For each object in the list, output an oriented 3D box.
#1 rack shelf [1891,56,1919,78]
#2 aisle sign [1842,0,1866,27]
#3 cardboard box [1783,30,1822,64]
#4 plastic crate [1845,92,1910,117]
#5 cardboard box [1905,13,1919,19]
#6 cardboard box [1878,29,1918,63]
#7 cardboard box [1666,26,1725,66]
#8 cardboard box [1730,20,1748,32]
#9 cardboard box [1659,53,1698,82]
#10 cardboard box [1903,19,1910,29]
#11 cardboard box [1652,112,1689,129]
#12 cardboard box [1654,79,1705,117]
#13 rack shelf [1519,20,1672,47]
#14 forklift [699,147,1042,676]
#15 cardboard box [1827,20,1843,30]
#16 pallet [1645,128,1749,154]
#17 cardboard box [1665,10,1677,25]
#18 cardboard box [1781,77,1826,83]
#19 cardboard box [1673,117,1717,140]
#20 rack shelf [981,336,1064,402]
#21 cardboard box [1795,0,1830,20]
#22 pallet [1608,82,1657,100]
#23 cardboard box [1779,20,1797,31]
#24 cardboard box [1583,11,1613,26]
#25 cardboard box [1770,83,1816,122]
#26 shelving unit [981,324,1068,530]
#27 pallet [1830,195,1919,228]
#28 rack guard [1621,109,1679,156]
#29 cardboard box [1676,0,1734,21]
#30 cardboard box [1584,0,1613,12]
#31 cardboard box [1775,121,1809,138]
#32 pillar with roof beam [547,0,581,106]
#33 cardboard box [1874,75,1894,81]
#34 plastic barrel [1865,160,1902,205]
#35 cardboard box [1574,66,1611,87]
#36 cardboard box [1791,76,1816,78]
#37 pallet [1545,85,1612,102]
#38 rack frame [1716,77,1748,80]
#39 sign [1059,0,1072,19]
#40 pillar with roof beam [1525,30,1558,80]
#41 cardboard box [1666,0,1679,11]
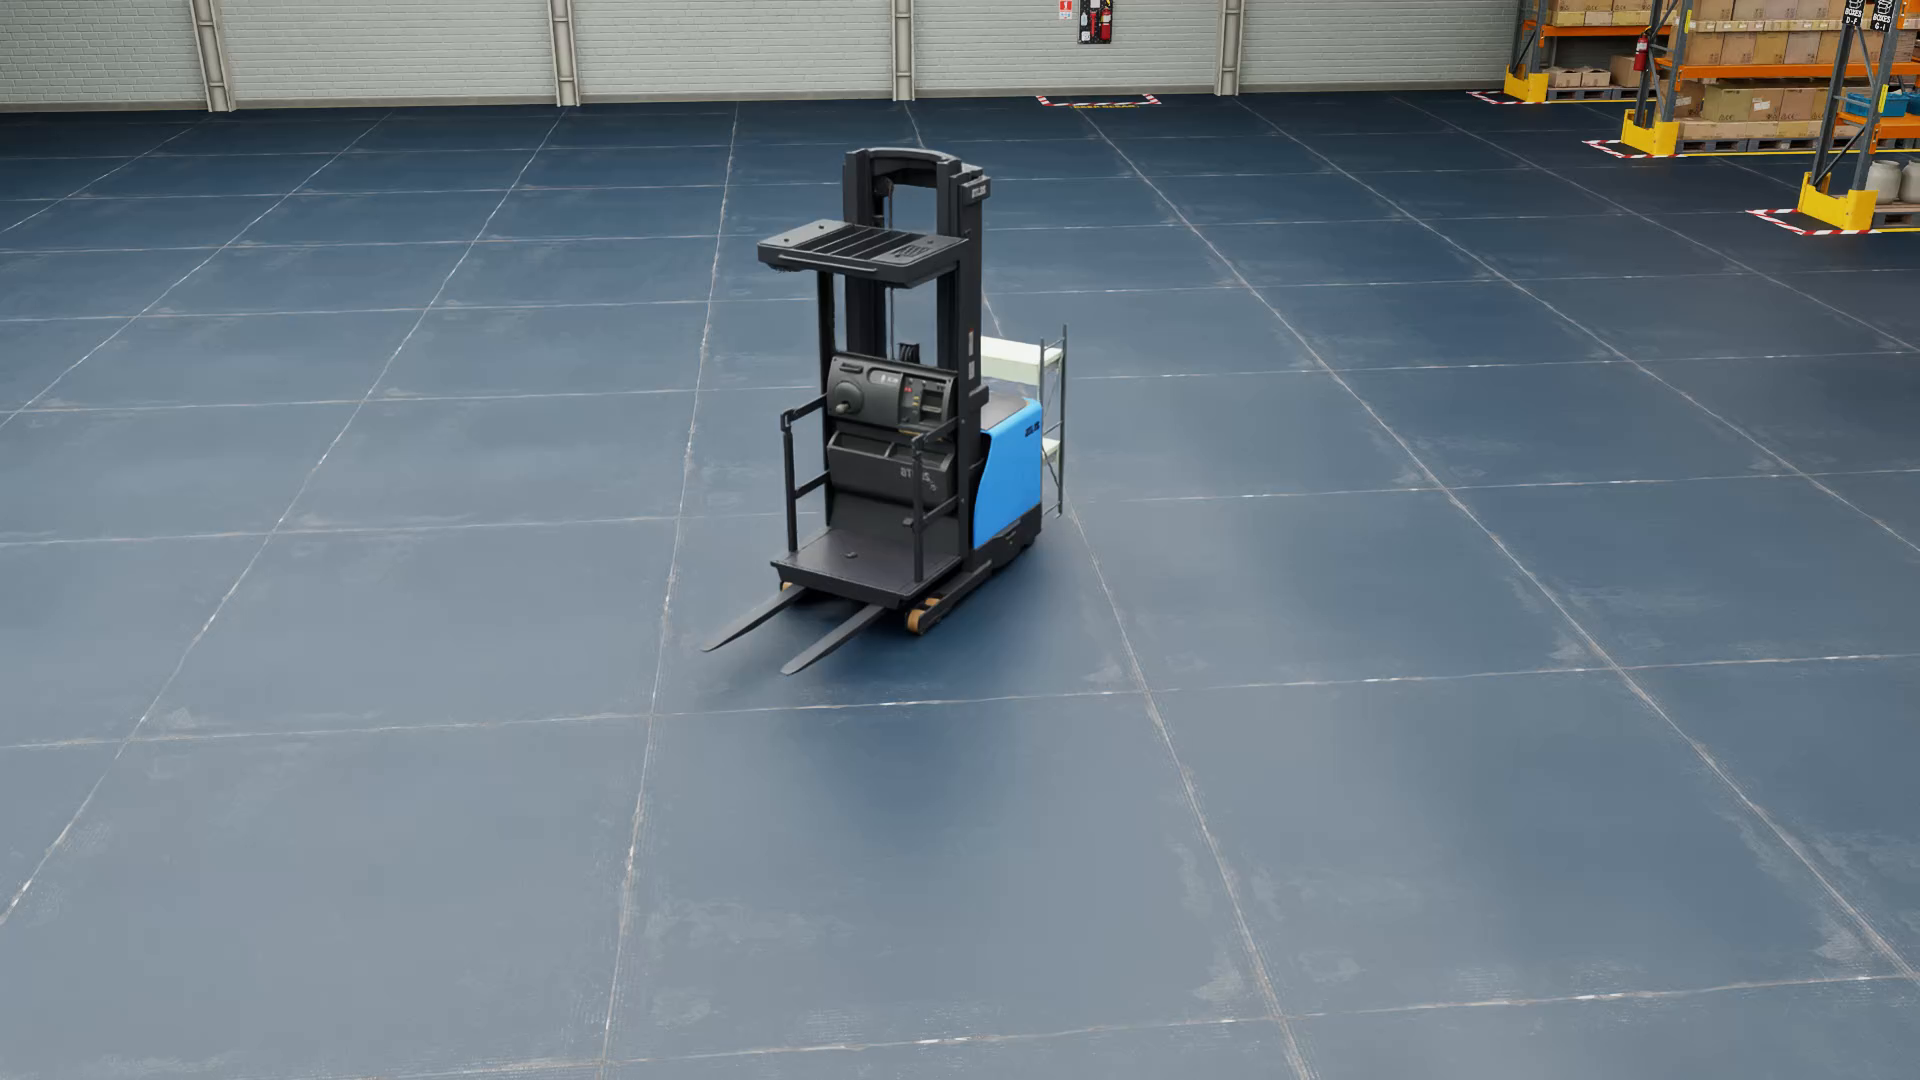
[{"bbox_3d":[16.760,-7.424,26.146,4.000,0.370,1.077,-2,24,-5],"label":"rack shelf"},{"bbox_3d":[11.172,-6.816,20.692,0.004,0.787,0.394,-2,24,-5],"label":"aisle sign"},{"bbox_3d":[12.795,-7.635,25.612,0.500,0.500,0.700,-2,24,-4],"label":"cardboard box"},{"bbox_3d":[11.741,-5.584,21.303,0.616,0.251,0.499,-2,24,-5],"label":"plastic crate"},{"bbox_3d":[14.329,-8.291,25.491,0.500,0.500,0.700,-2,24,-5],"label":"cardboard box"},{"bbox_3d":[14.329,-7.698,25.754,0.500,0.500,0.700,-3,24,-7],"label":"cardboard box"},{"bbox_3d":[11.255,-7.573,25.471,0.500,0.500,0.700,-2,24,-5],"label":"cardboard box"},{"bbox_3d":[11.712,-7.805,25.195,0.250,0.149,0.380,-2,24,-5],"label":"cardboard box"},{"bbox_3d":[13.250,-8.676,30.613,0.500,0.500,0.500,-4,24,-9],"label":"cardboard box"},{"bbox_3d":[14.274,-7.909,25.428,0.250,0.149,0.380,-3,24,-6],"label":"cardboard box"},{"bbox_3d":[11.294,-6.590,26.251,0.500,0.250,0.500,-2,24,-5],"label":"cardboard box"},{"bbox_3d":[11.294,-6.933,26.100,0.500,0.500,0.500,-2,24,-5],"label":"cardboard box"},{"bbox_3d":[12.289,-9.267,30.291,4.000,0.370,1.077,-2,24,-5],"label":"rack shelf"},{"bbox_3d":[-0.566,-0.934,10.743,1.130,2.935,3.031,13,27,27],"label":"forklift"},{"bbox_3d":[13.257,-7.868,25.336,0.250,0.149,0.380,-2,24,-4],"label":"cardboard box"},{"bbox_3d":[11.546,-6.287,26.134,1.213,0.211,1.003,-2,24,-5],"label":"pallet"},{"bbox_3d":[12.842,-9.431,29.936,0.500,0.250,0.500,-2,24,-5],"label":"cardboard box"},{"bbox_3d":[13.283,-7.019,26.294,0.500,0.500,0.500,-2,24,-5],"label":"cardboard box"},{"bbox_3d":[11.345,-6.380,25.780,0.500,0.250,0.500,-2,24,-5],"label":"cardboard box"},{"bbox_3d":[0.357,-1.246,12.247,0.720,0.370,0.431,13,27,27],"label":"rack shelf"},{"bbox_3d":[12.831,-8.231,25.355,0.500,0.500,0.700,-2,24,-5],"label":"cardboard box"},{"bbox_3d":[12.398,-8.310,30.686,1.213,0.211,1.003,-2,24,-5],"label":"pallet"},{"bbox_3d":[12.482,-7.836,25.266,0.250,0.149,0.380,-3,24,-6],"label":"cardboard box"},{"bbox_3d":[11.331,-9.374,29.806,0.500,0.250,0.500,-3,24,-7],"label":"cardboard box"},{"bbox_3d":[12.838,-6.782,25.760,0.500,0.500,0.500,-2,24,-5],"label":"cardboard box"},{"bbox_3d":[0.357,-0.890,12.405,0.755,1.500,0.431,13,27,27],"label":"shelving unit"},{"bbox_3d":[12.152,-4.289,21.640,1.213,0.211,1.003,-2,24,-5],"label":"pallet"},{"bbox_3d":[10.765,-6.370,25.966,0.348,0.500,1.175,-2,24,-5],"label":"rack guard"},{"bbox_3d":[11.308,-8.167,25.212,0.500,0.500,0.700,-2,24,-5],"label":"cardboard box"},{"bbox_3d":[11.296,-9.712,29.644,0.500,0.500,0.500,-2,24,-5],"label":"cardboard box"},{"bbox_3d":[12.838,-6.439,25.913,0.500,0.250,0.500,-2,24,-5],"label":"cardboard box"},{"bbox_3d":[-6.579,-10.176,24.065,0.400,9.000,9.100,-2,24,-5],"label":"pillar with roof beam"},{"bbox_3d":[17.025,-8.870,31.049,0.500,0.500,0.700,-2,24,-5],"label":"cardboard box"},{"bbox_3d":[11.920,-4.623,21.505,0.421,0.512,0.421,0,24,0],"label":"plastic barrel"},{"bbox_3d":[11.563,-8.502,30.453,0.500,0.311,0.500,0,24,-1],"label":"cardboard box"},{"bbox_3d":[15.519,-8.811,30.916,0.500,0.500,0.700,-3,24,-6],"label":"cardboard box"},{"bbox_3d":[11.186,-8.262,30.579,1.213,0.211,1.003,-2,24,-5],"label":"pallet"},{"bbox_3d":[14.279,-9.675,30.324,0.127,3.000,1.000,-2,24,-5],"label":"rack frame"},{"bbox_3d":[1.916,-9.606,30.125,0.234,0.329,0.001,-2,24,-5],"label":"sign"},{"bbox_3d":[11.333,-10.894,25.681,0.400,9.000,9.100,-2,24,-5],"label":"pillar with roof beam"},{"bbox_3d":[12.841,-9.777,29.789,0.500,0.500,0.500,-3,24,-7],"label":"cardboard box"}]
